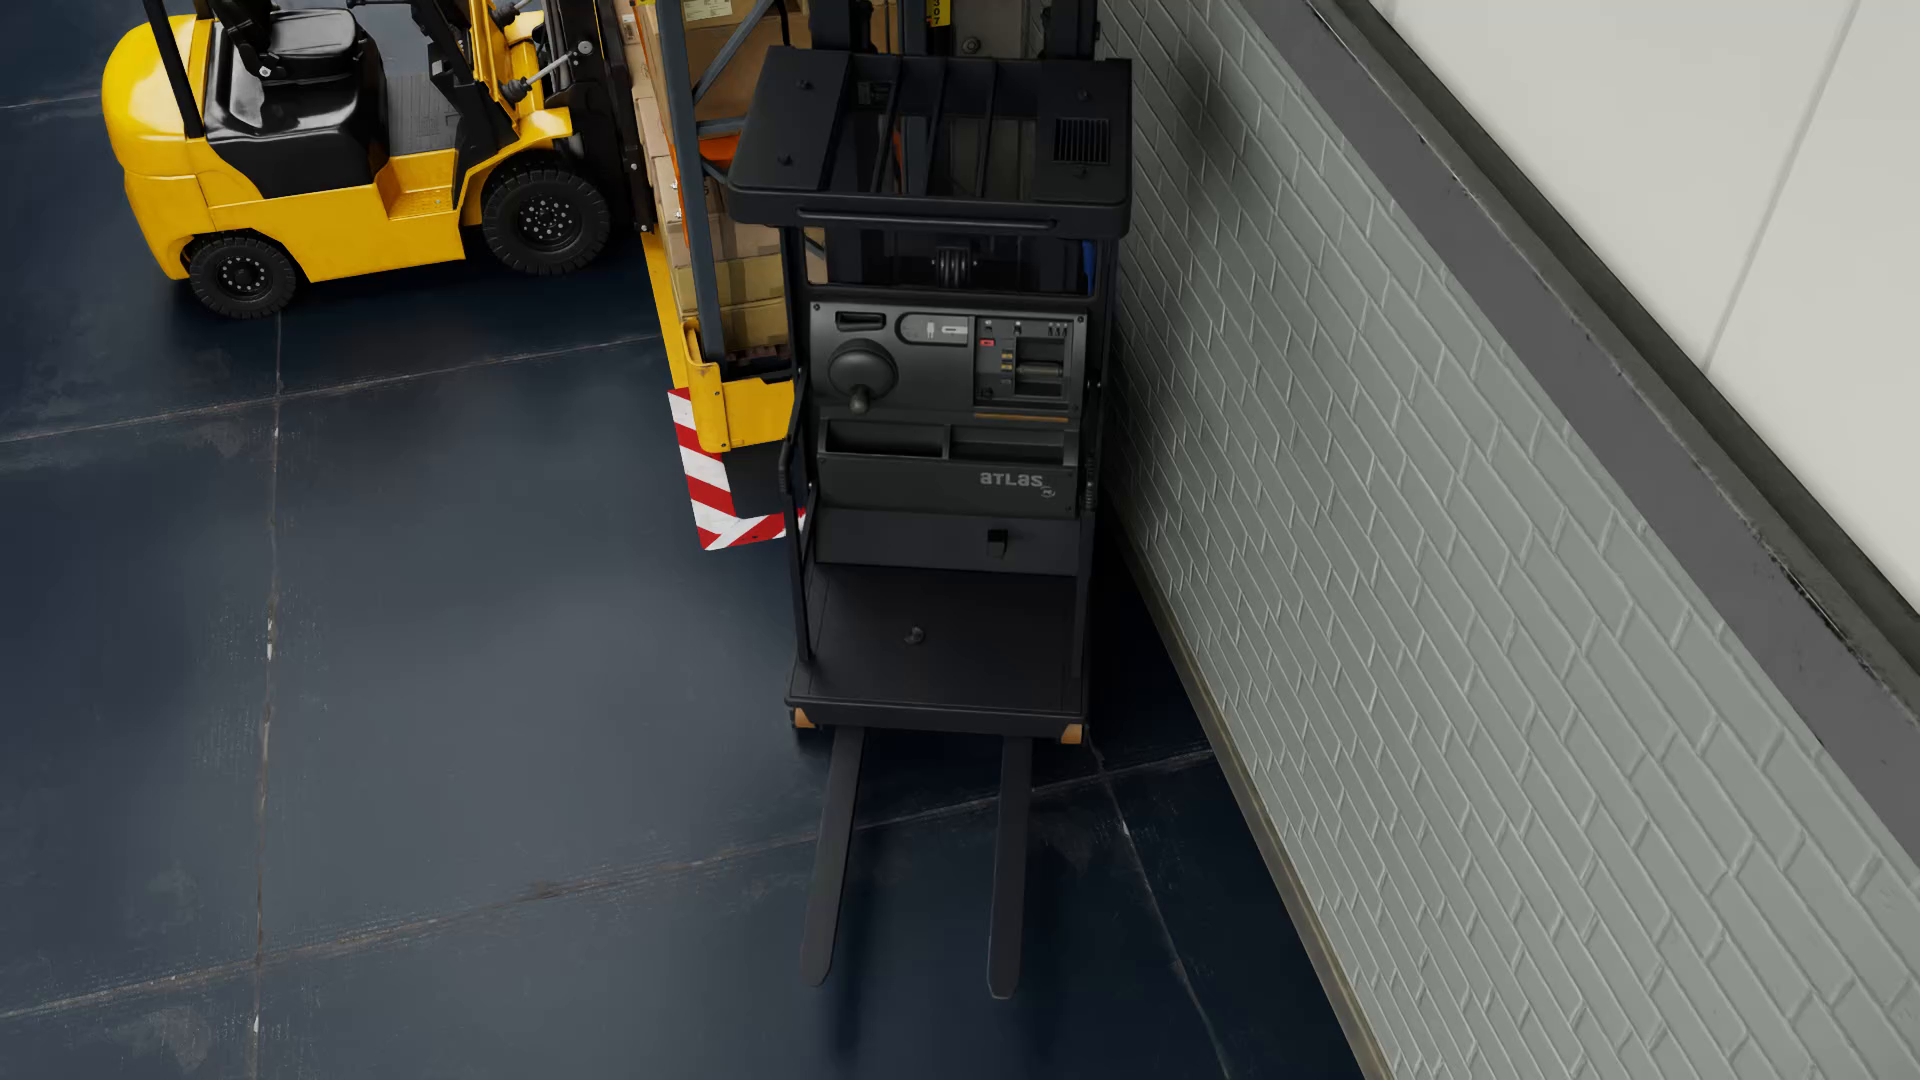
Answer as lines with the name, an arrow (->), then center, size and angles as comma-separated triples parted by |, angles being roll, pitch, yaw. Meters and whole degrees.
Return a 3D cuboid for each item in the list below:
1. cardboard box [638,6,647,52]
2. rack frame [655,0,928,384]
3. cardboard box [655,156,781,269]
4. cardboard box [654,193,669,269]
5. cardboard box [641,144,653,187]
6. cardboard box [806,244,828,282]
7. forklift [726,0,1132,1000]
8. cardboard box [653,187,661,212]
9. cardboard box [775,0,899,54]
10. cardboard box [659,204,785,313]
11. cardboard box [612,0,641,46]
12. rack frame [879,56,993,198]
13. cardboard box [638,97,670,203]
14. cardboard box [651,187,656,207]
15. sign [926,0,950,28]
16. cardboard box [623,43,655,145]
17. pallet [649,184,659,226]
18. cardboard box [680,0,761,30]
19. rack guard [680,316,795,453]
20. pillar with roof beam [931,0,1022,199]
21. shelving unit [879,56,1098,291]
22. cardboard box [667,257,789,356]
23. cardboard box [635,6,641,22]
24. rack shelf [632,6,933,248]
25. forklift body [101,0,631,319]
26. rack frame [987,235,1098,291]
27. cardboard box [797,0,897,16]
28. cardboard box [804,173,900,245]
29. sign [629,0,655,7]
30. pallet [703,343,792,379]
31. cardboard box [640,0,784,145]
cardboard box -> -1.129, -2.353, 7.137 | 0.500, 0.500, 0.500 | -9, 46, -9
rack frame -> -0.625, -1.667, 6.534 | 1.000, 3.000, 0.127 | -11, 47, -10
cardboard box -> -1.045, -1.462, 7.265 | 0.500, 0.250, 0.500 | -9, 46, -9
cardboard box -> -1.169, -1.463, 7.966 | 0.500, 0.250, 0.500 | -11, 47, -10
cardboard box -> -1.323, -2.006, 8.148 | 0.500, 0.250, 0.500 | -12, 47, -11
cardboard box -> -0.545, -1.389, 7.543 | 0.500, 0.250, 0.500 | -10, 46, -10
forklift -> -0.055, -0.513, 5.451 | 1.130, 2.935, 3.031 | 3, 46, 3
cardboard box -> -1.170, -1.654, 7.802 | 0.500, 0.250, 0.500 | -11, 47, -11
cardboard box -> -0.484, -2.095, 6.883 | 0.500, 0.500, 0.500 | -9, 46, -9
cardboard box -> -1.052, -1.305, 7.461 | 0.500, 0.250, 0.500 | -11, 47, -11
cardboard box -> -1.442, -2.512, 8.293 | 0.500, 0.250, 0.500 | -12, 47, -11
rack frame -> -0.123, -1.386, 7.254 | 0.500, 1.500, 0.032 | -18, 51, -19
cardboard box -> -1.181, -1.814, 7.609 | 0.500, 0.250, 0.500 | -10, 46, -10
cardboard box -> -1.289, -1.810, 8.306 | 0.500, 0.250, 0.500 | -10, 46, -10
sign -> -0.087, -2.095, 6.292 | 0.100, 0.325, 0.005 | -11, 47, -10
cardboard box -> -1.320, -2.160, 7.949 | 0.500, 0.250, 0.500 | -10, 46, -10
pallet -> -1.170, -2.052, 8.864 | 1.003, 0.211, 1.213 | -11, 47, -10
cardboard box -> -0.985, -2.117, 6.451 | 0.380, 0.149, 0.250 | -10, 46, -10
rack guard -> -0.619, -0.775, 7.411 | 1.175, 0.500, 0.348 | -11, 47, -10
pillar with roof beam -> -4.094, -3.625, 4.253 | 9.100, 9.000, 0.400 | -11, 47, -10
shelving unit -> 0.092, -1.051, 6.953 | 0.587, 1.500, 1.083 | -18, 51, -19
cardboard box -> -1.051, -1.118, 7.627 | 0.500, 0.250, 0.500 | -10, 46, -10
cardboard box -> -1.261, -2.707, 7.484 | 0.500, 0.500, 0.500 | -12, 47, -11
rack shelf -> -1.137, -2.796, 8.144 | 1.077, 0.370, 4.000 | -11, 47, -10
forklift body -> -2.874, -2.345, 7.793 | 2.313, 2.155, 1.214 | -11, 47, -10
rack frame -> 0.316, -0.703, 6.642 | 0.500, 1.500, 0.032 | -18, 51, -19
cardboard box -> -0.461, -2.210, 6.543 | 0.380, 0.149, 0.250 | -12, 47, -11
cardboard box -> -0.565, -1.568, 7.368 | 0.500, 0.250, 0.500 | -11, 47, -11
sign -> -1.153, -2.065, 5.948 | 0.100, 0.325, 0.005 | -11, 47, -10
pallet -> -0.862, -1.211, 8.040 | 1.003, 0.211, 1.213 | -11, 47, -10
cardboard box -> -1.005, -1.994, 6.784 | 0.500, 0.500, 0.500 | -12, 47, -11
